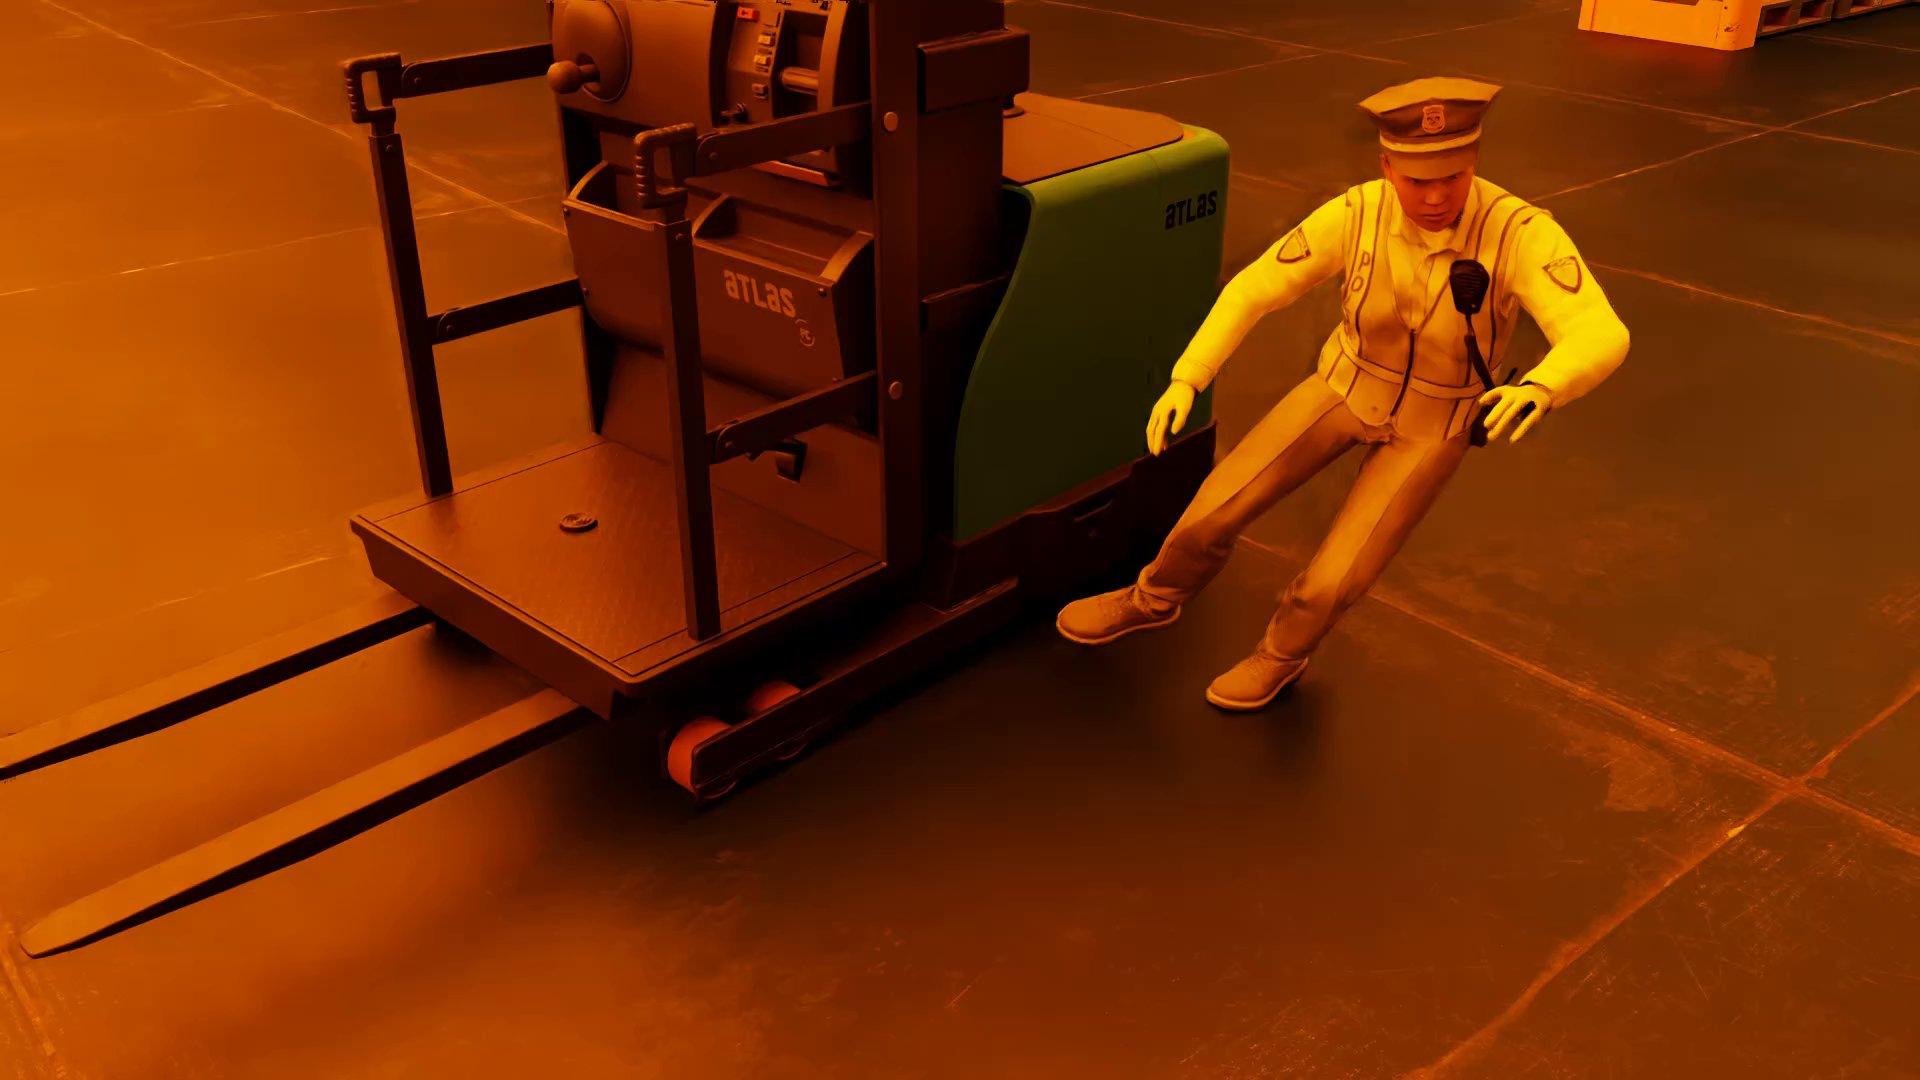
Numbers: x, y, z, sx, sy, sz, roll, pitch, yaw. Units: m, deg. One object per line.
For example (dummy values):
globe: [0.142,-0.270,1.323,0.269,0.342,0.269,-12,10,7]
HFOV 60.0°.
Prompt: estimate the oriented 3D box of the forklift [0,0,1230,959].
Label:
forklift: [-0.687,-1.038,3.295,1.130,2.935,3.031,23,34,38]

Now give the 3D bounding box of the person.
person: [0.692,-0.198,3.296,1.105,1.425,0.868,10,28,20]
